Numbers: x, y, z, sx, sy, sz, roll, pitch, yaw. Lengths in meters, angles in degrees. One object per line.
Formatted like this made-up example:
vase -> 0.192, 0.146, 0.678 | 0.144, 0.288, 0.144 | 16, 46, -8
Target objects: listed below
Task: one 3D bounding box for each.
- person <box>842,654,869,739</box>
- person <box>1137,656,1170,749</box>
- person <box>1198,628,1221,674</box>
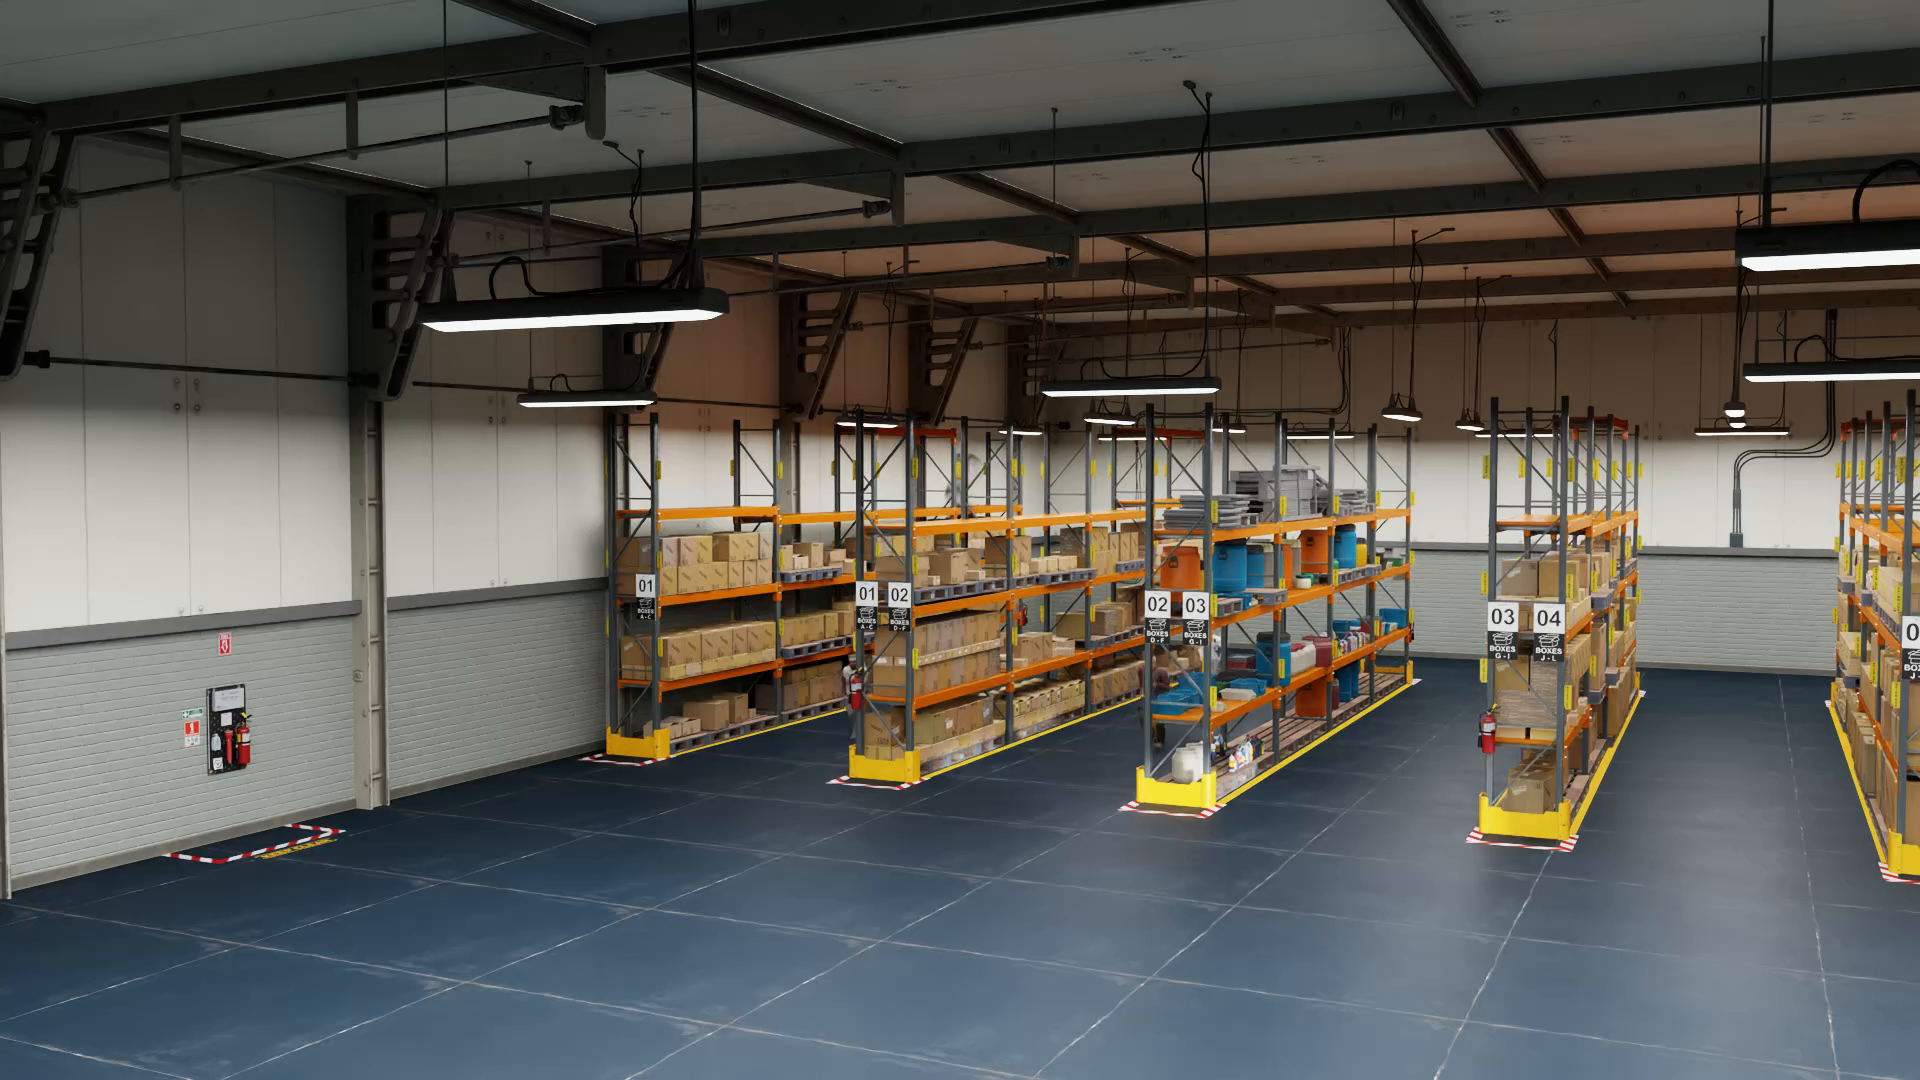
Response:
person -> -1.957, 2.909, 31.029 | 0.563, 1.617, 0.691 | 0, 2, 8
person -> 3.424, 2.891, 29.413 | 0.691, 1.736, 0.982 | 1, 3, 24
person -> 5.500, 2.650, 36.461 | 0.624, 1.659, 0.494 | 1, 3, 25
